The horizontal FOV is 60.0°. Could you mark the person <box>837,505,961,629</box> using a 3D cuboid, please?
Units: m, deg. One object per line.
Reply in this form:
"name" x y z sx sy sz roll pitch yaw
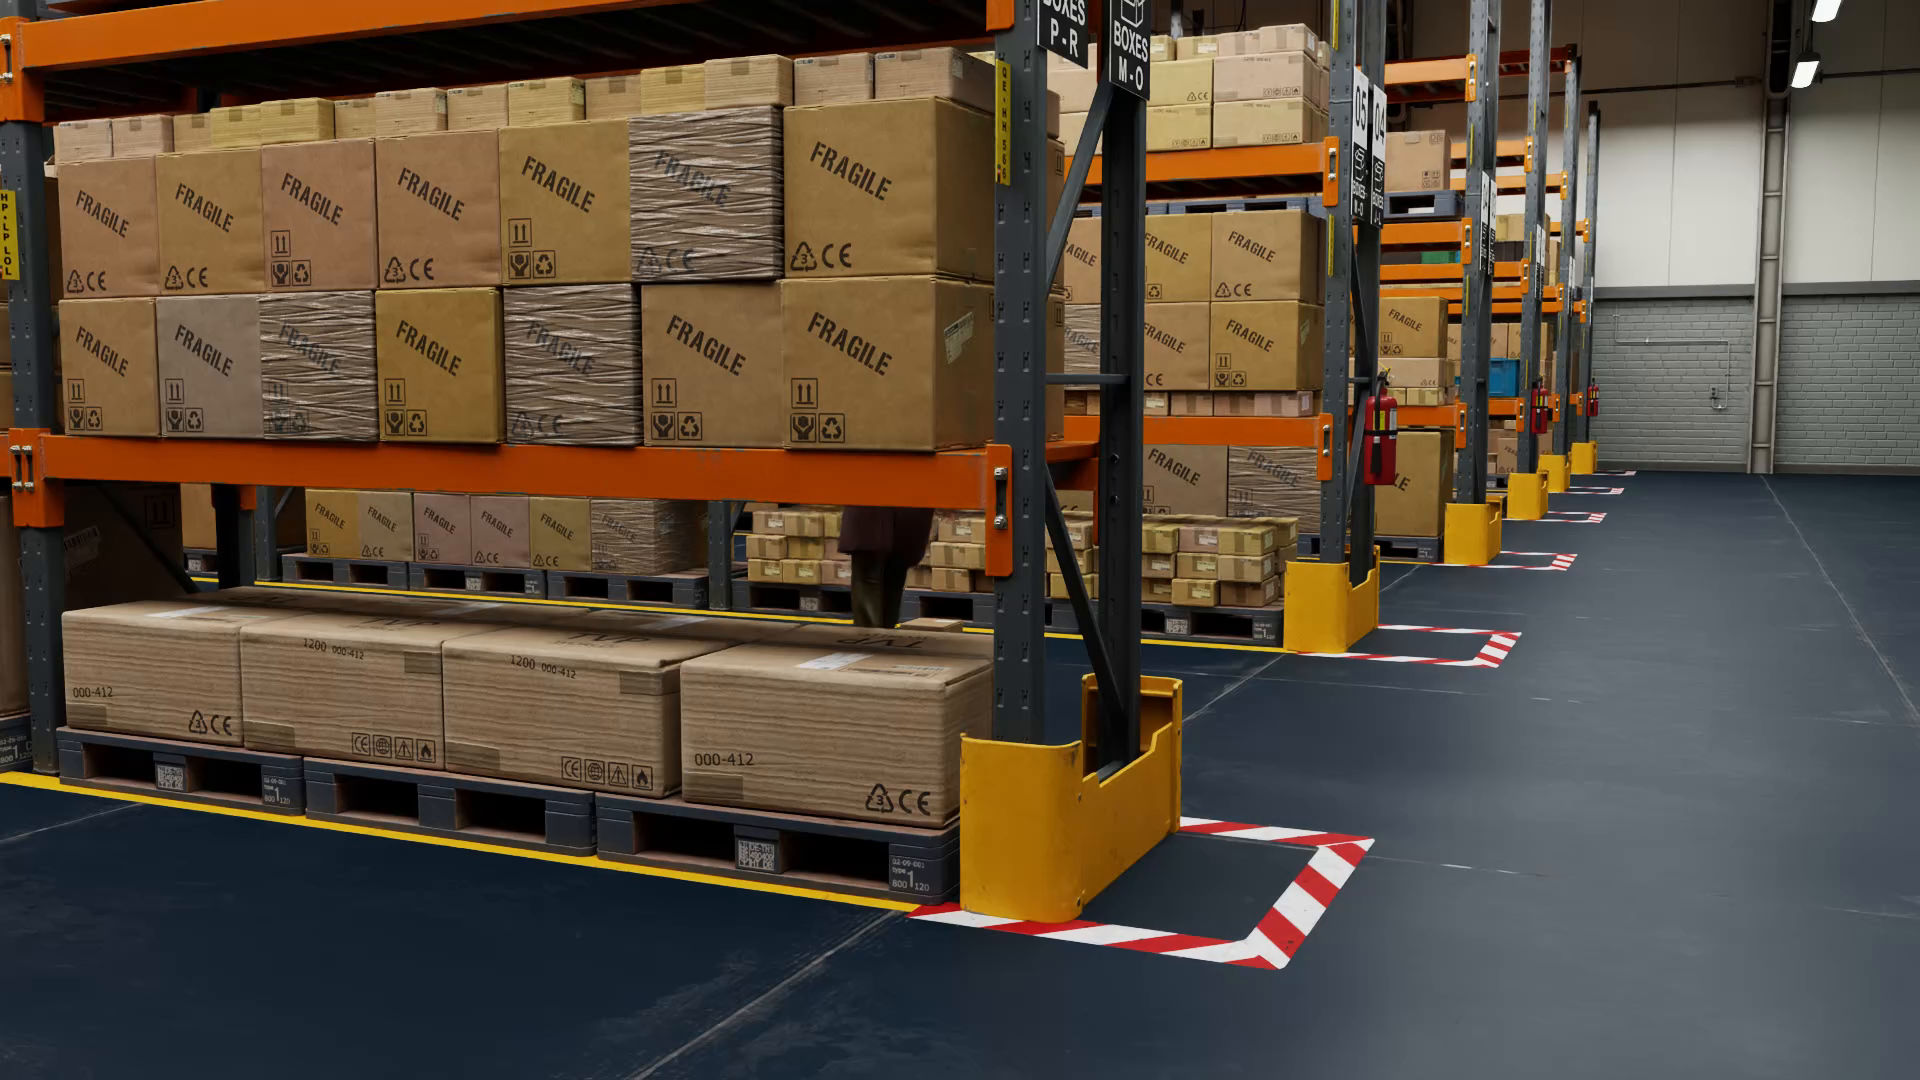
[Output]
"person" -0.327 -0.127 8.027 0.724 1.780 0.859 -2 6 -22
